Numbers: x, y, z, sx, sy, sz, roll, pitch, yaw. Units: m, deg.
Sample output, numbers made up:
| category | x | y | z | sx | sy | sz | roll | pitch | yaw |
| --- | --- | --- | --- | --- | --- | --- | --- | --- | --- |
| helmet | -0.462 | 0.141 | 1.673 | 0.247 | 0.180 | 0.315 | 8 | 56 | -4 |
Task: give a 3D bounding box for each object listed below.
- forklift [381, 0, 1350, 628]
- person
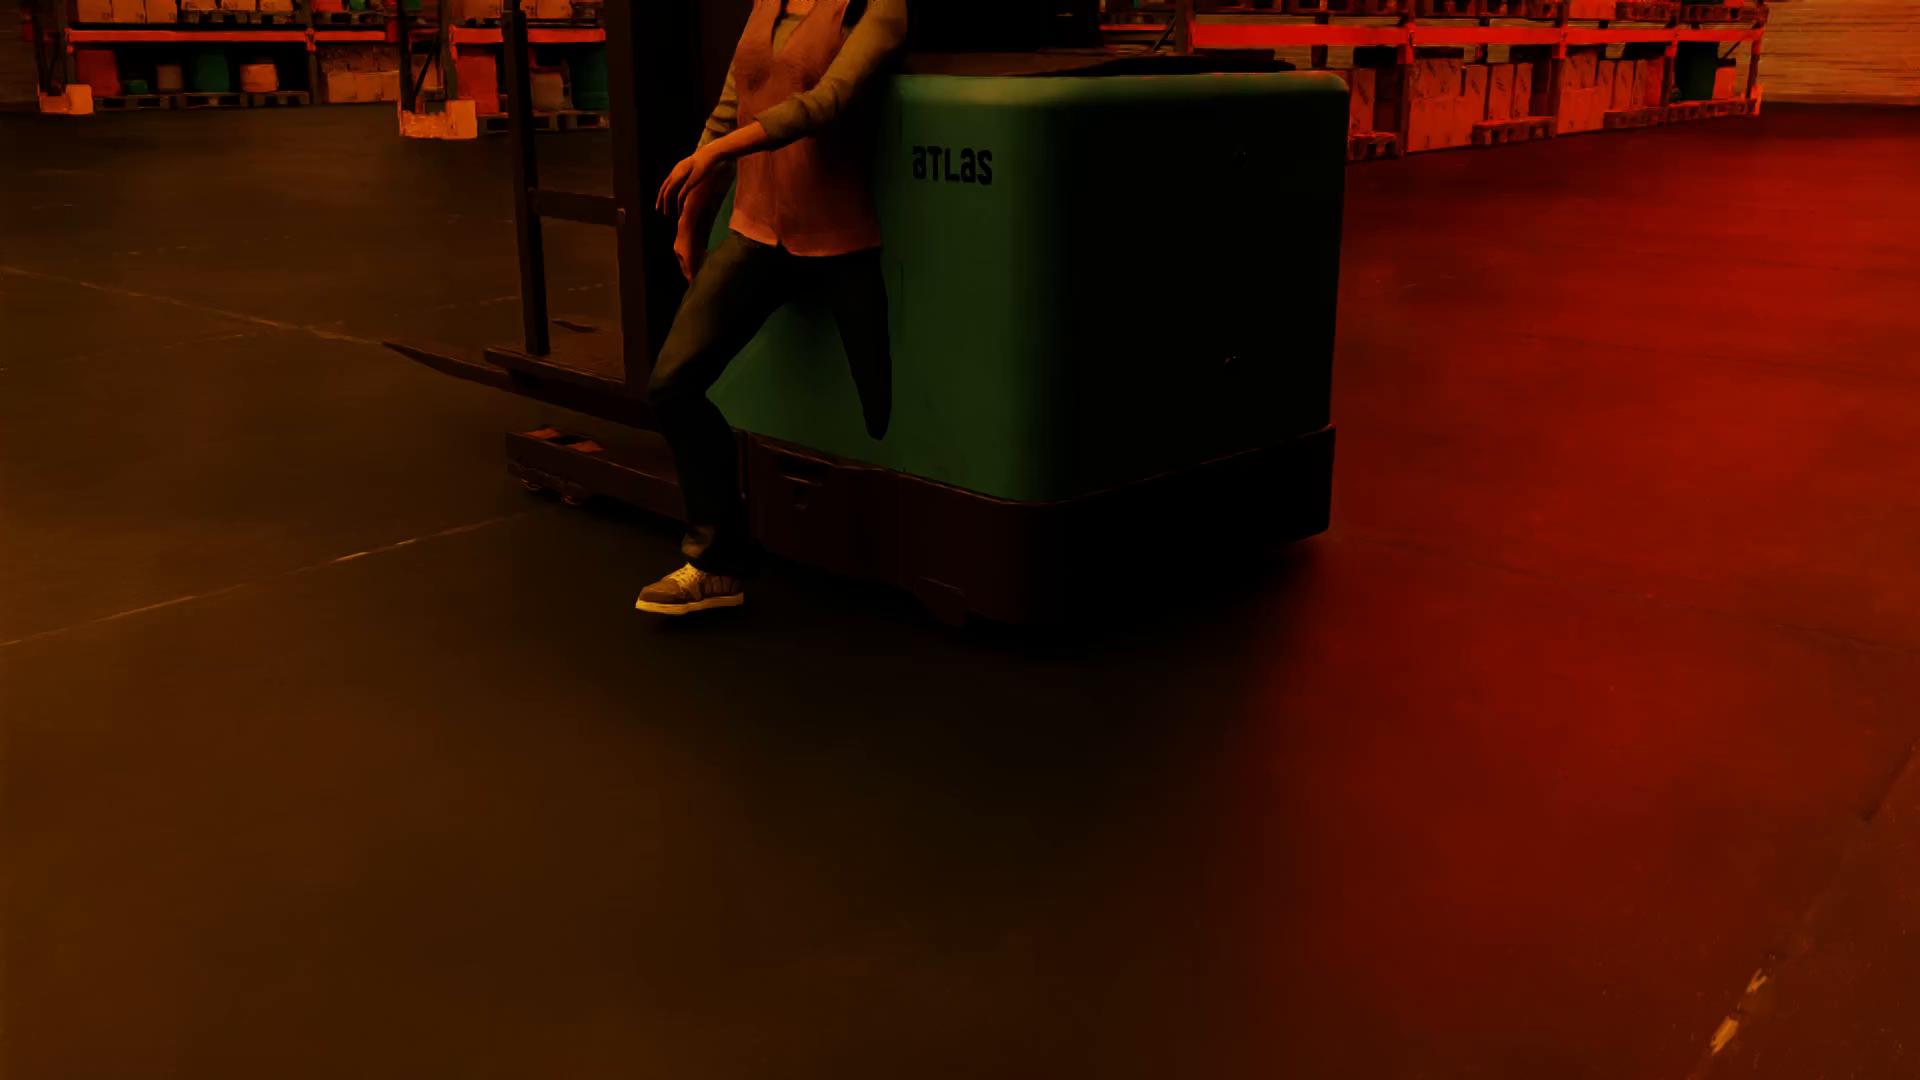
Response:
| category | x | y | z | sx | sy | sz | roll | pitch | yaw |
| --- | --- | --- | --- | --- | --- | --- | --- | --- | --- |
| forklift | -0.544 | -1.579 | 4.099 | 1.130 | 2.935 | 3.031 | -16 | 23 | -42 |
| person | -0.351 | -0.604 | 3.344 | 0.574 | 1.492 | 0.756 | 8 | 18 | 24 |
